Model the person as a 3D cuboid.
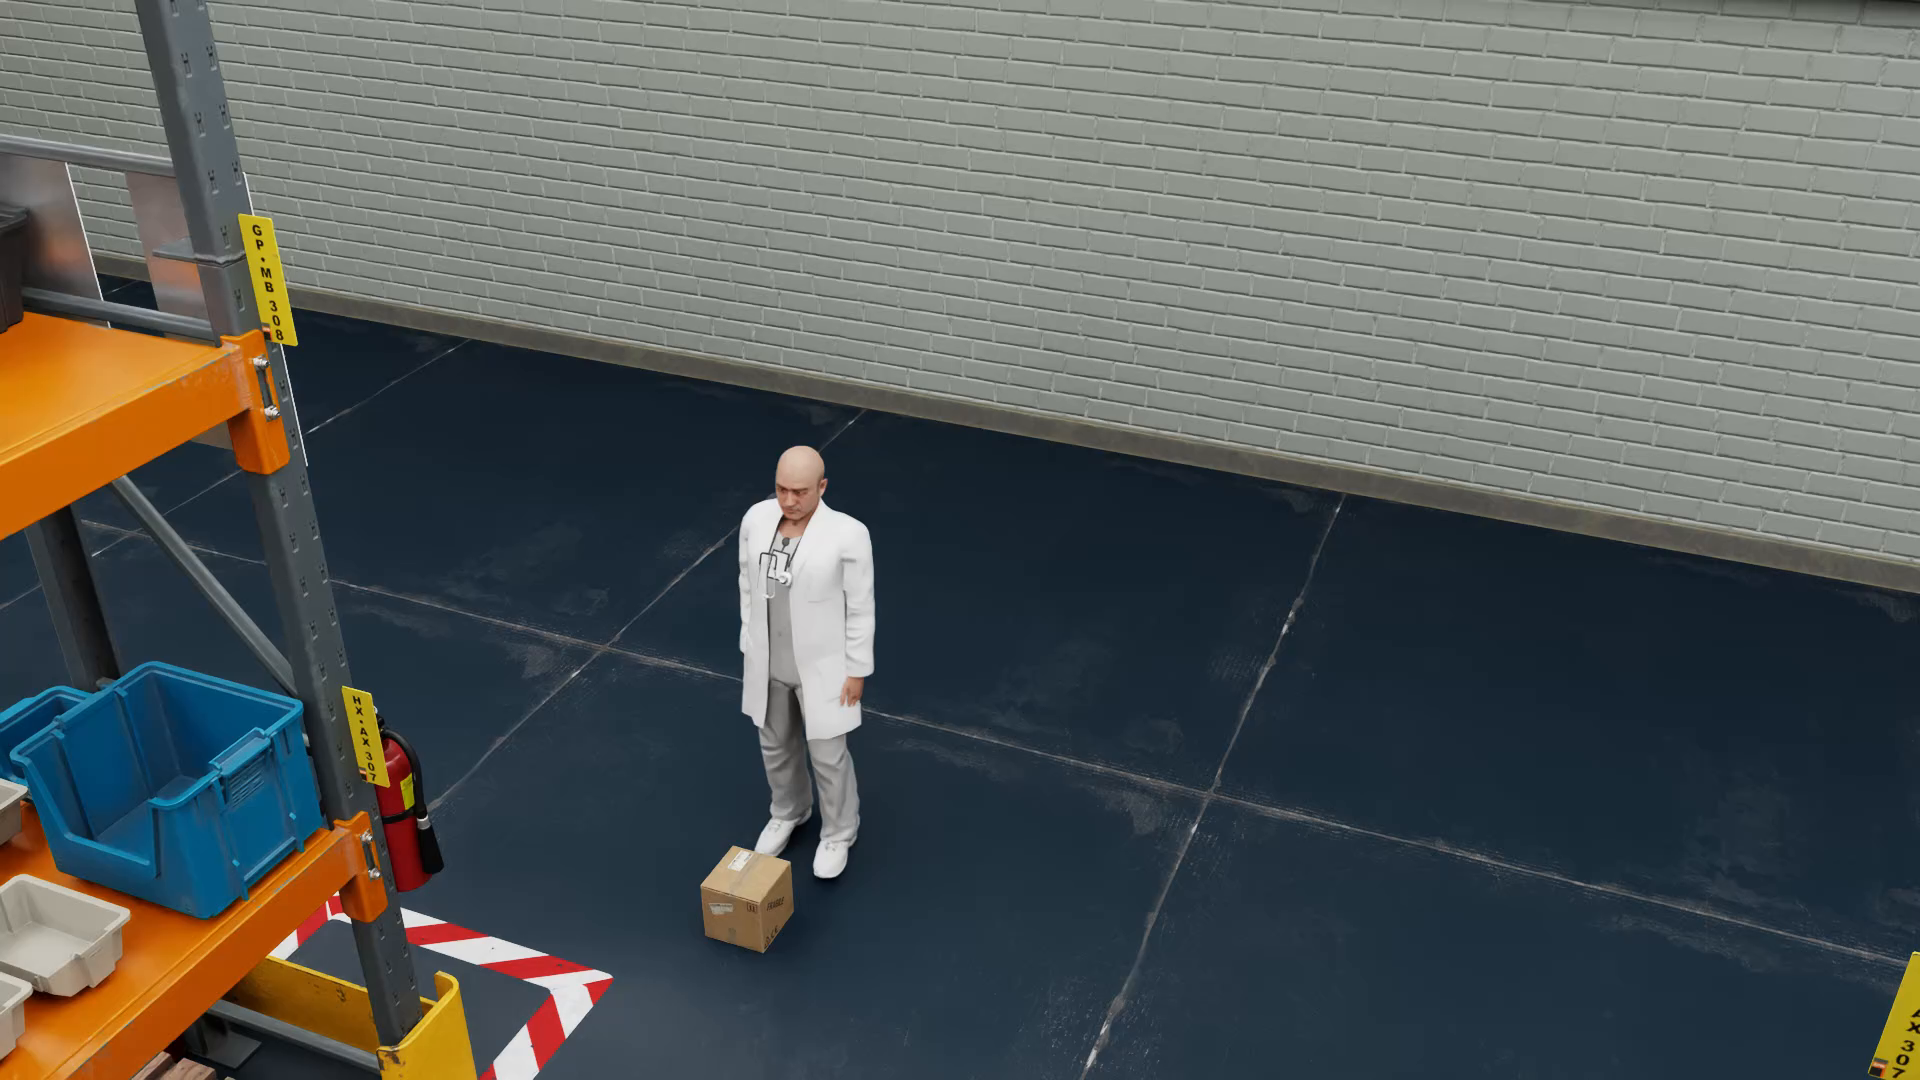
[{"bbox_3d":[-0.590,0.470,6.309,0.562,1.779,0.407,12,31,20],"label":"person"}]
